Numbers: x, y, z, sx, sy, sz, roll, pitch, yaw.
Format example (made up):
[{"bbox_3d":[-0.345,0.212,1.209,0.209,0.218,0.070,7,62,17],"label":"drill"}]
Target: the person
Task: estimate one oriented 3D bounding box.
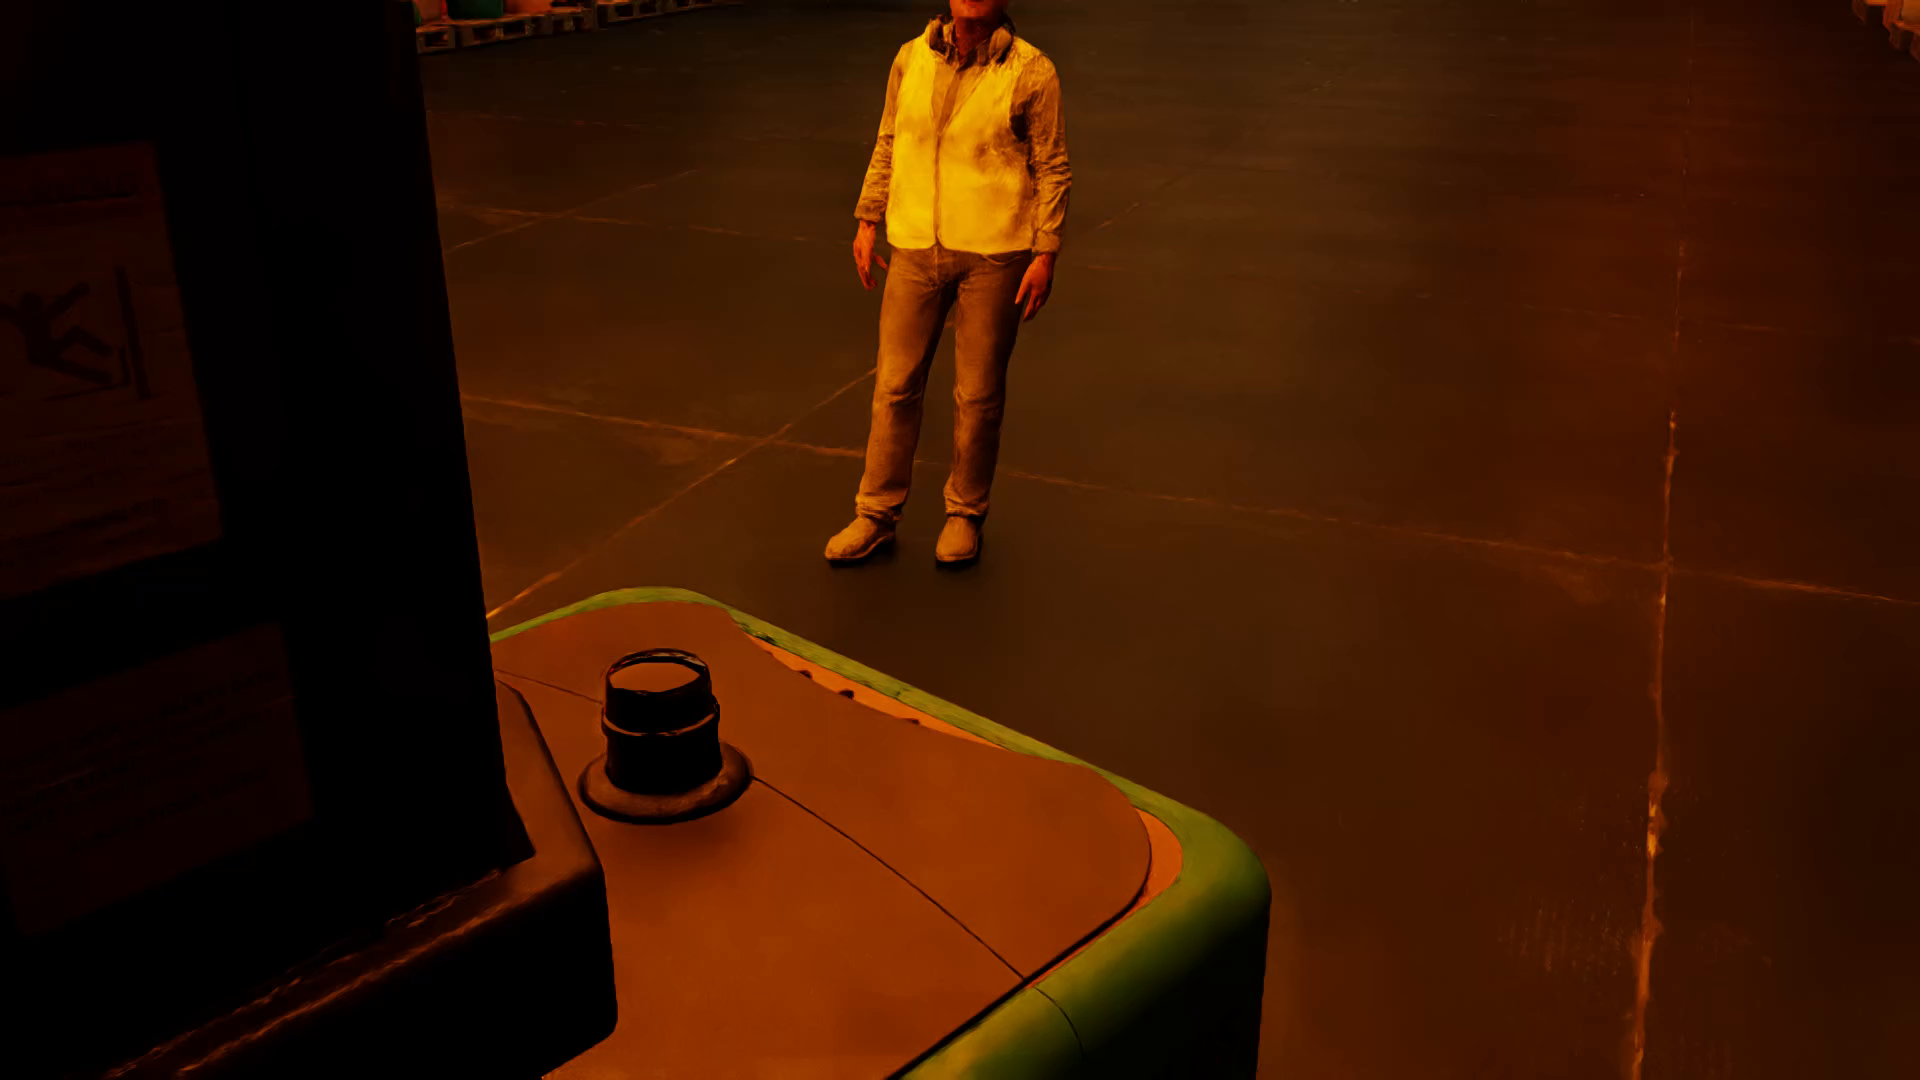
[{"bbox_3d":[-0.031,-0.804,4.698,0.632,1.773,0.567,9,24,21],"label":"person"}]
